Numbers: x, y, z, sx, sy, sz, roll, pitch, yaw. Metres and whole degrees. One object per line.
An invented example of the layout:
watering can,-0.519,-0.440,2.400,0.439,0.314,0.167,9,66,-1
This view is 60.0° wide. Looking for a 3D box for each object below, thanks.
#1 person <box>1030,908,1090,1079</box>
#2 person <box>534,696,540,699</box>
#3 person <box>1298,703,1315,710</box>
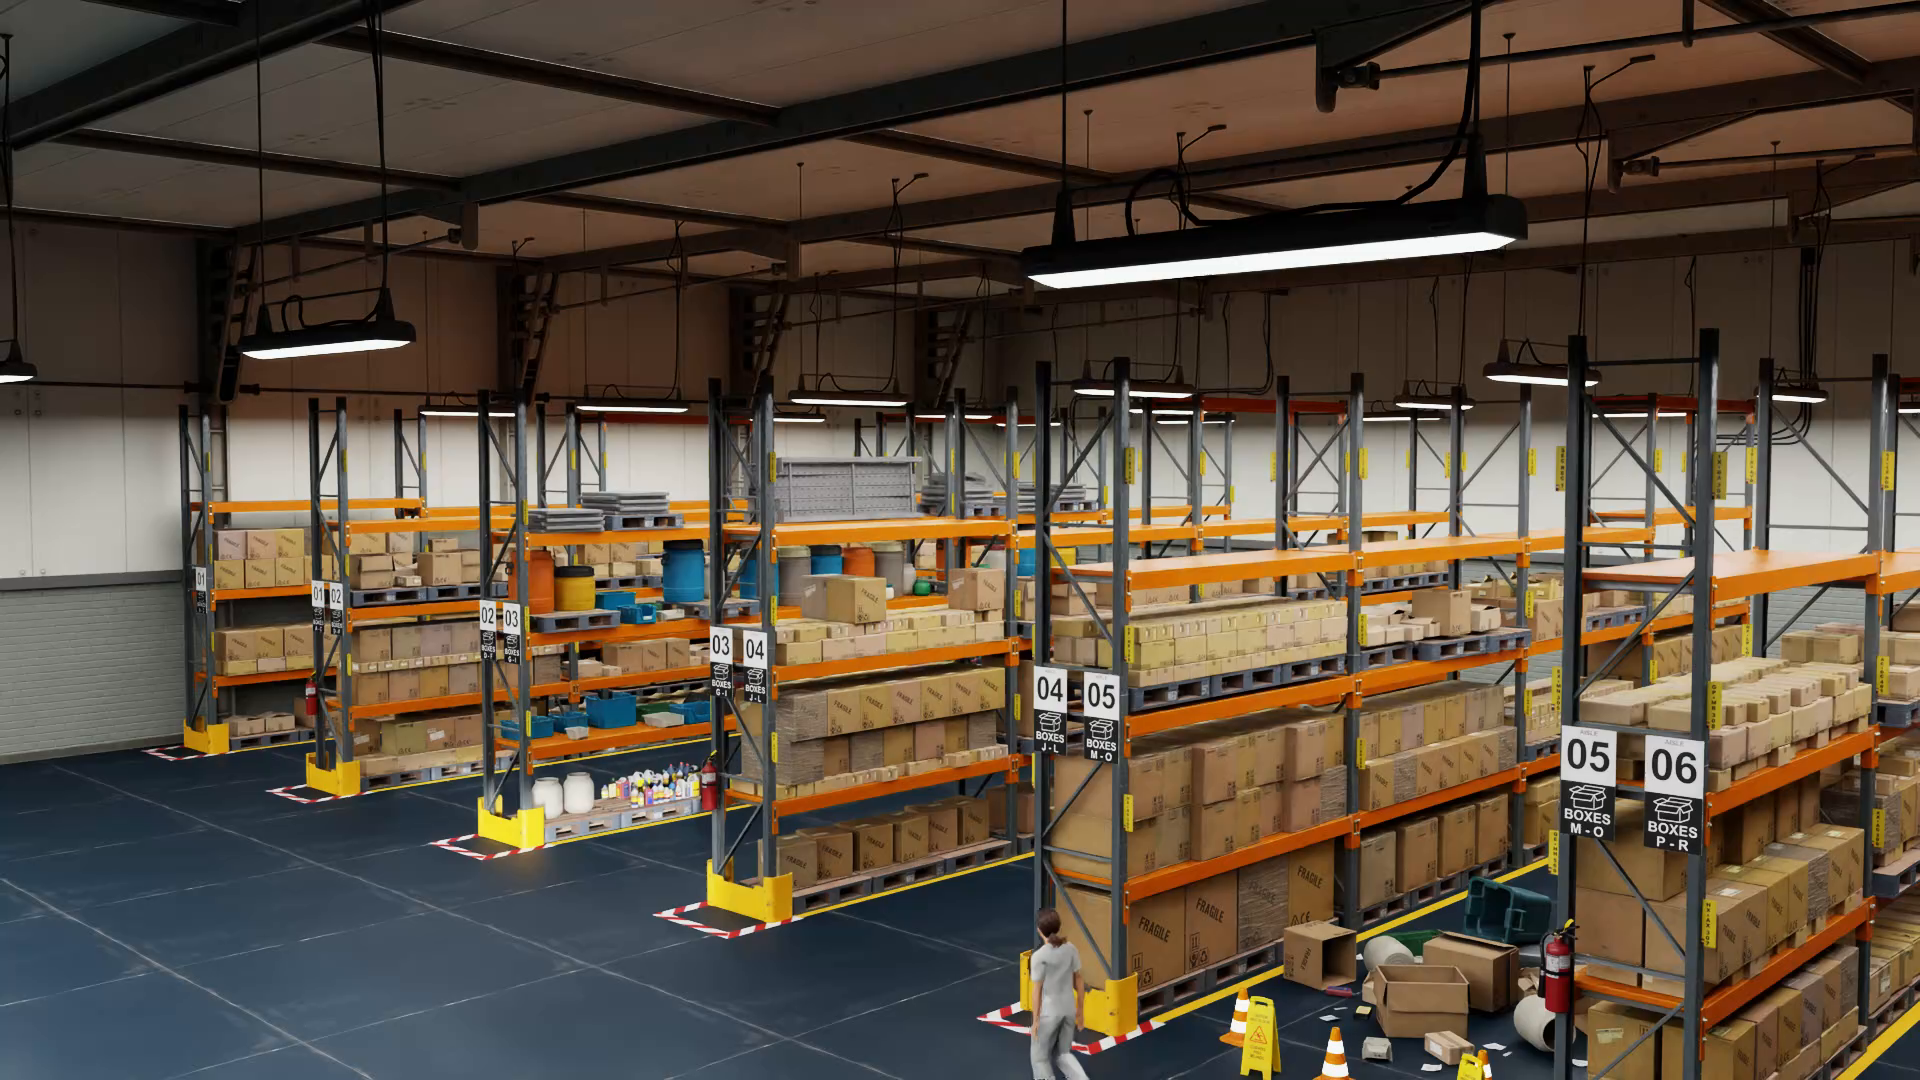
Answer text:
person,0.772,3.653,12.698,0.451,1.655,0.686,-2,4,-38
person,-8.275,2.706,31.695,0.514,1.608,0.435,-2,4,-34
person,4.967,3.110,23.418,0.511,1.658,0.490,-2,4,-36
